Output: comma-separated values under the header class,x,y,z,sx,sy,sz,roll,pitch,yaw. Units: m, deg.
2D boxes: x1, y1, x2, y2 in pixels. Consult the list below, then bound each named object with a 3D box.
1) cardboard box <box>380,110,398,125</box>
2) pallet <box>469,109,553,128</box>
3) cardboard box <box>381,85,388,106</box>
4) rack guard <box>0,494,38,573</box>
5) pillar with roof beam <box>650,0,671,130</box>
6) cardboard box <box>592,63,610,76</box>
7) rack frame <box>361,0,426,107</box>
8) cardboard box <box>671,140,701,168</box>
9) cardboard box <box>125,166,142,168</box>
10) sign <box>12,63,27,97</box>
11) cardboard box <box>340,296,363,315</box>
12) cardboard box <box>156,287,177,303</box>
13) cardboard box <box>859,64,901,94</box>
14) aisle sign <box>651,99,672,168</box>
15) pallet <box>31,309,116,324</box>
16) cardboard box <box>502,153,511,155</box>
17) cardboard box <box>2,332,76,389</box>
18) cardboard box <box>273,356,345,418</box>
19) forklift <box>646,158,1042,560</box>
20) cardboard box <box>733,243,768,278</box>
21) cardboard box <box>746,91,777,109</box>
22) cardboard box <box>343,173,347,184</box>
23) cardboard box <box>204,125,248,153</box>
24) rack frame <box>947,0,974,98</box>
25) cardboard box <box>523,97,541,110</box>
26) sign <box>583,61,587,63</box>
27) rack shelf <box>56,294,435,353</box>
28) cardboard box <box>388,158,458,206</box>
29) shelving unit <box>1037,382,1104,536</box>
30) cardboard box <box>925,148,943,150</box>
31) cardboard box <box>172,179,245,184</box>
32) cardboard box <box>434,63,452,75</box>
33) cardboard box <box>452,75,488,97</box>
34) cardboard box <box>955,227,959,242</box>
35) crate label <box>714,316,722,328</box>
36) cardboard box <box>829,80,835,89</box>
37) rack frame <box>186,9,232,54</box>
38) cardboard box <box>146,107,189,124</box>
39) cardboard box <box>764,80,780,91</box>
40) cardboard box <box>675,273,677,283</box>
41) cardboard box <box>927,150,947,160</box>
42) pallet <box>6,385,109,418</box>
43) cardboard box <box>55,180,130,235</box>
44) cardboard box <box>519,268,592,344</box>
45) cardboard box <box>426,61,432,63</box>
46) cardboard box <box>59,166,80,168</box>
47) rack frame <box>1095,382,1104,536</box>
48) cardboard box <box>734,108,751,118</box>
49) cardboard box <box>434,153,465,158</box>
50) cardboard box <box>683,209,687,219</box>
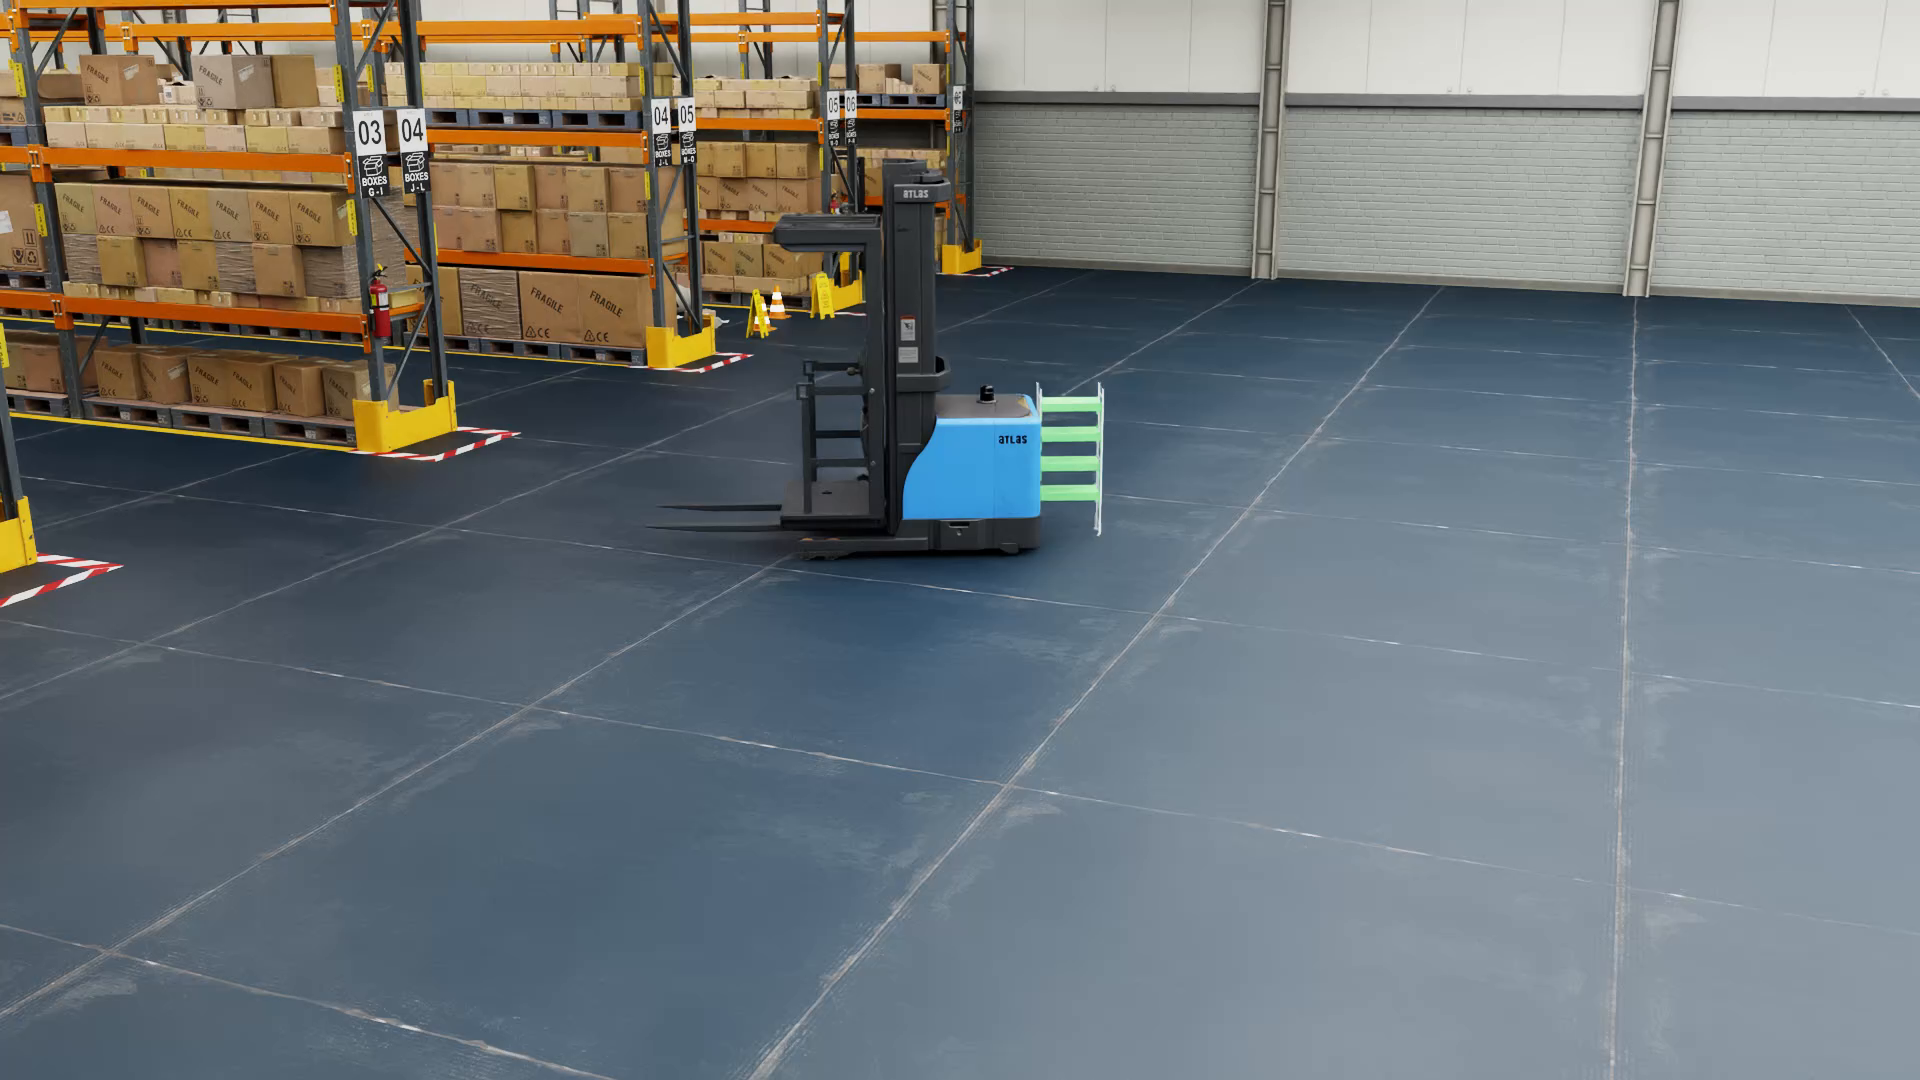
class,x,y,z,sx,sy,sz,roll,pitch,yaw
cardboard box,-5.614,-4.085,16.040,0.250,0.149,0.380,6,17,20
pallet,-5.361,-5.309,20.859,1.213,0.211,1.003,6,17,21
cardboard box,-7.720,-5.875,21.958,0.396,0.266,0.258,6,17,20
rack guard,-7.348,0.052,12.097,0.348,0.500,1.175,6,17,21
pillar with roof beam,-7.467,-8.978,27.960,0.400,9.000,9.100,6,17,21
cardboard box,-4.198,-5.638,19.922,0.250,0.149,0.380,6,17,21
rack frame,-7.250,-7.004,21.157,0.127,3.000,1.000,6,17,21
cardboard box,-4.273,-5.870,25.507,0.500,0.500,0.700,6,17,19
cardboard box,-14.456,-6.844,29.394,0.500,0.500,0.500,7,17,21
sign,-9.364,-4.580,16.556,0.005,0.325,0.100,6,17,21
cardboard box,-5.783,-2.292,16.140,0.250,0.149,0.380,6,17,21
cardboard box,-7.902,-2.504,16.870,0.250,0.149,0.380,6,17,21
cardboard box,-1.406,-8.146,29.362,0.500,0.500,0.700,6,17,21
aisle sign,-3.573,-4.877,19.929,0.004,0.787,0.394,6,17,21
pallet,-12.828,-3.398,24.500,1.213,0.211,1.003,6,17,21
cardboard box,-7.261,-6.087,27.293,0.500,0.500,0.500,6,17,18
cardboard box,-10.164,-1.979,18.306,0.500,0.500,0.700,6,17,20
cardboard box,-6.586,-1.559,16.894,0.500,0.500,0.500,12,20,35
forklift,-0.906,-1.406,12.758,3.031,2.935,1.130,-1,16,-2
cardboard box,-3.134,-4.316,25.493,0.500,0.500,0.500,7,18,23
cardboard box,-2.844,-6.557,24.733,0.500,0.250,0.500,6,17,20
cardboard box,-7.714,-4.700,22.010,0.500,0.500,0.700,6,17,20
cardboard box,-6.923,-3.894,16.096,0.500,0.250,0.500,7,17,22
rack frame,0.011,-9.176,28.641,0.127,3.000,1.000,6,17,21
cardboard box,-5.144,-5.359,20.391,0.250,0.149,0.380,6,17,21
sign,-5.728,-7.150,25.409,0.005,0.325,0.100,6,17,21
rack shelf,-7.303,-2.296,16.994,4.000,0.370,1.077,6,17,21
cardboard box,-6.919,-4.666,21.662,0.550,0.550,0.875,6,17,21
shelving unit,0.866,-0.639,13.223,0.503,1.200,0.258,-1,16,-3
cardboard box,-0.447,-6.931,29.791,0.250,0.149,0.380,7,18,23
cardboard box,-7.714,-3.441,17.139,0.500,0.500,0.500,6,17,21
cardboard box,-6.326,-5.872,20.727,0.250,0.149,0.380,6,17,20
cardboard box,-5.958,-5.658,20.706,0.500,0.250,0.500,6,17,20
cardboard box,-0.350,-5.518,30.084,0.500,0.250,0.500,7,17,22
crate label,-3.525,-3.084,23.550,0.298,0.136,0.250,-2,16,-8
cardboard box,-2.062,-6.800,24.855,0.250,0.149,0.380,6,17,20
rack frame,-12.969,-9.116,28.434,0.127,3.000,1.000,6,17,21
cardboard box,-7.747,-4.170,16.330,0.250,0.149,0.380,6,17,20
cardboard box,-2.699,-6.726,24.602,0.250,0.149,0.380,6,17,20
cardboard box,-4.577,-4.116,26.149,0.500,0.250,0.500,7,18,24
cardboard box,-0.399,-6.780,29.270,0.250,0.149,0.380,6,17,21
pallet,-9.888,-1.587,18.260,1.213,0.211,1.003,6,17,21
cardboard box,-8.838,-3.406,17.018,0.500,0.500,0.500,6,17,21
cardboard box,-5.003,-3.036,21.310,0.875,0.875,0.875,6,17,20
cardboard box,-10.584,-9.402,33.041,0.258,0.266,0.396,6,17,21
cardboard box,-15.869,-6.524,30.087,0.500,0.500,0.500,6,17,20
rack frame,1.110,-0.642,13.234,0.015,1.200,0.240,-1,16,-3
cardboard box,-3.180,-6.401,24.911,0.250,0.149,0.380,6,17,20
cardboard box,-8.427,-6.061,27.204,0.500,0.500,0.500,7,18,23
cardboard box,-4.166,-5.047,25.630,0.250,0.149,0.380,6,17,21
